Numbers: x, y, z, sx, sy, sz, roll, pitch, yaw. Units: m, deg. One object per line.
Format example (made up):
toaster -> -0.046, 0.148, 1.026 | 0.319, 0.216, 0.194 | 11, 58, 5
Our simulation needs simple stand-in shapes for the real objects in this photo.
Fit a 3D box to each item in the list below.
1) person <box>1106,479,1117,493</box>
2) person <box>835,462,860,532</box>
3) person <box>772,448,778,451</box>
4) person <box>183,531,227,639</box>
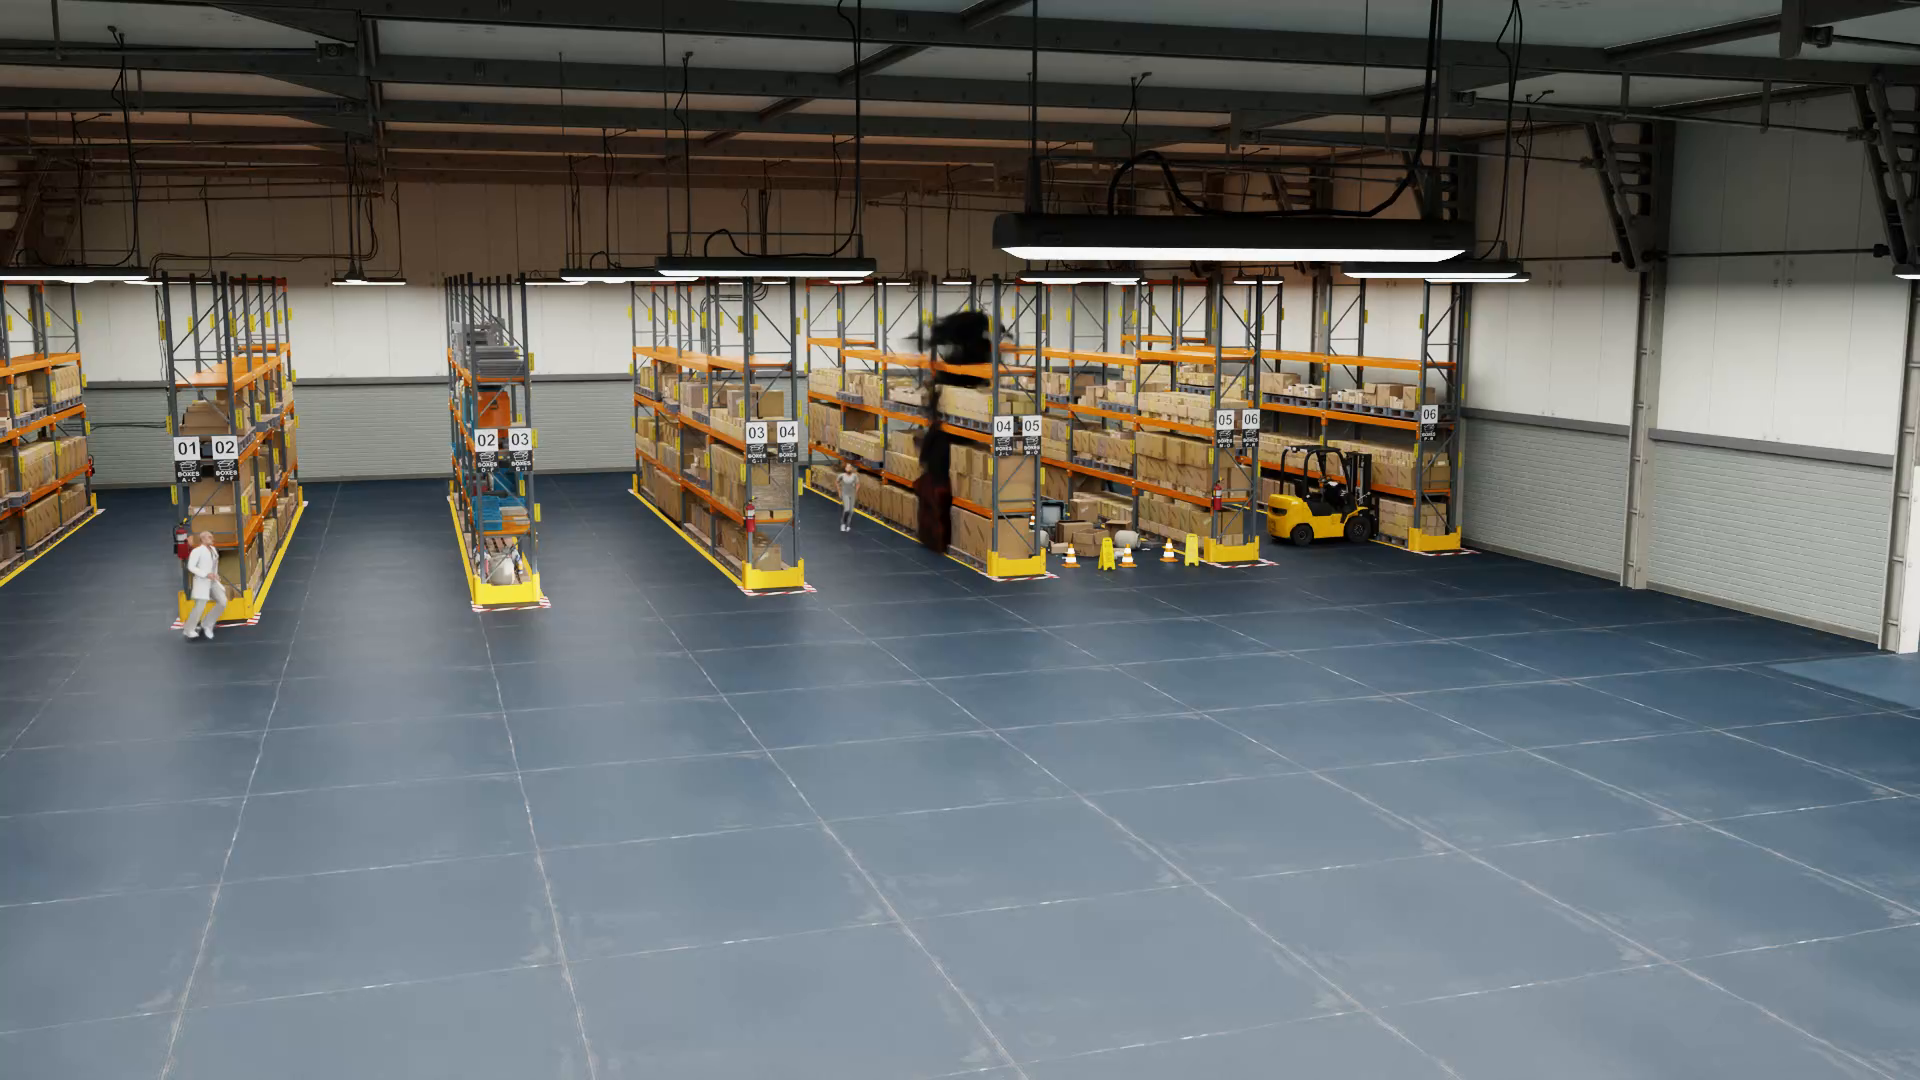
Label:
person -> 4.091, -1.841, 44.880 | 0.542, 1.579, 0.886 | -3, 9, -20
person -> -2.625, -1.017, 39.283 | 0.569, 1.647, 0.642 | -3, 9, -20
person -> -5.211, -2.441, 48.679 | 0.733, 1.729, 0.613 | 6, 10, 34
person -> -12.441, 0.779, 27.467 | 0.706, 1.667, 0.758 | 3, 9, 17
